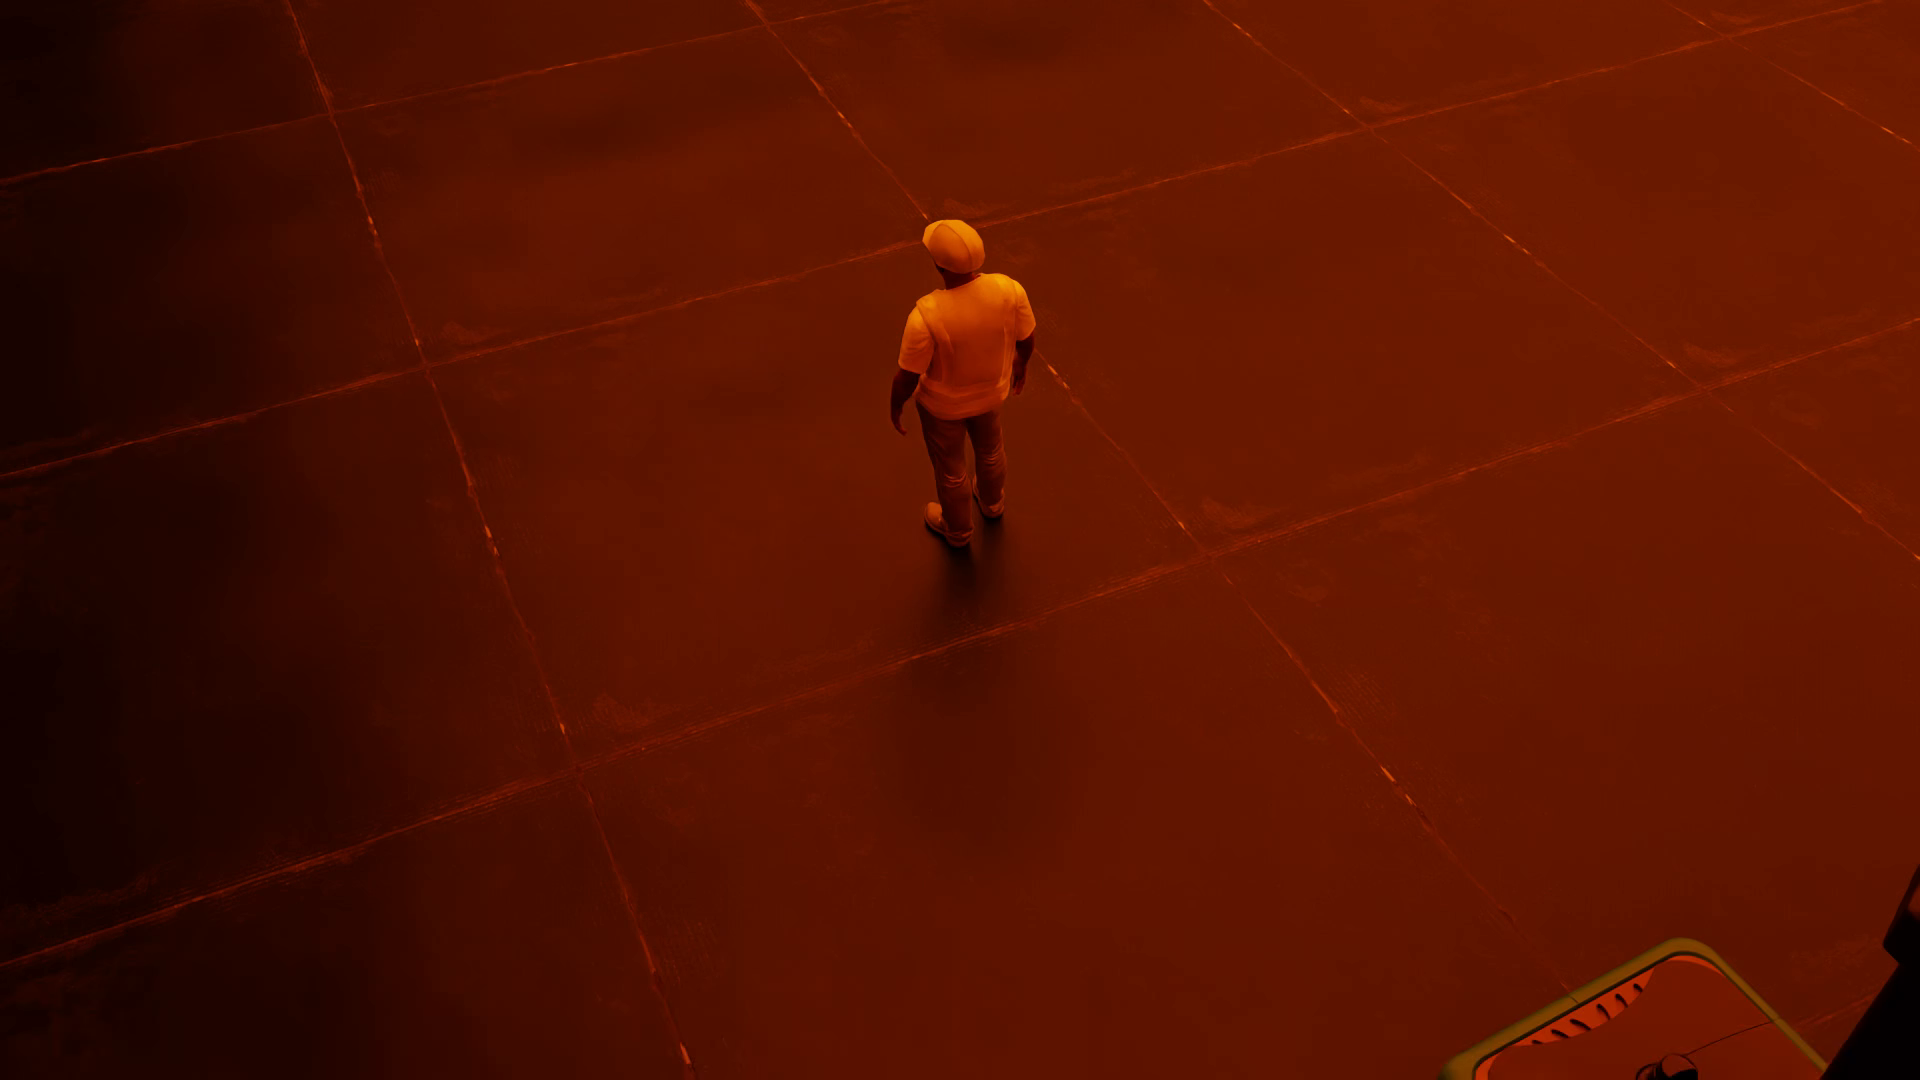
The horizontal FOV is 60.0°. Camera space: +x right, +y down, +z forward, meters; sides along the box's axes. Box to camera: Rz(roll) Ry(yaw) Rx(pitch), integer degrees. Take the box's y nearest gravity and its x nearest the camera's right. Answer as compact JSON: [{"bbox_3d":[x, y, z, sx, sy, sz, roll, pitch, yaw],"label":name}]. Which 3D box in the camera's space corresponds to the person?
[{"bbox_3d":[-0.023,-0.696,7.269,0.665,1.765,0.577,-18,46,-18],"label":"person"}]

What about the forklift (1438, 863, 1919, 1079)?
[{"bbox_3d":[2.470,1.930,3.612,1.130,2.935,3.031,-20,47,-20],"label":"forklift"}]
